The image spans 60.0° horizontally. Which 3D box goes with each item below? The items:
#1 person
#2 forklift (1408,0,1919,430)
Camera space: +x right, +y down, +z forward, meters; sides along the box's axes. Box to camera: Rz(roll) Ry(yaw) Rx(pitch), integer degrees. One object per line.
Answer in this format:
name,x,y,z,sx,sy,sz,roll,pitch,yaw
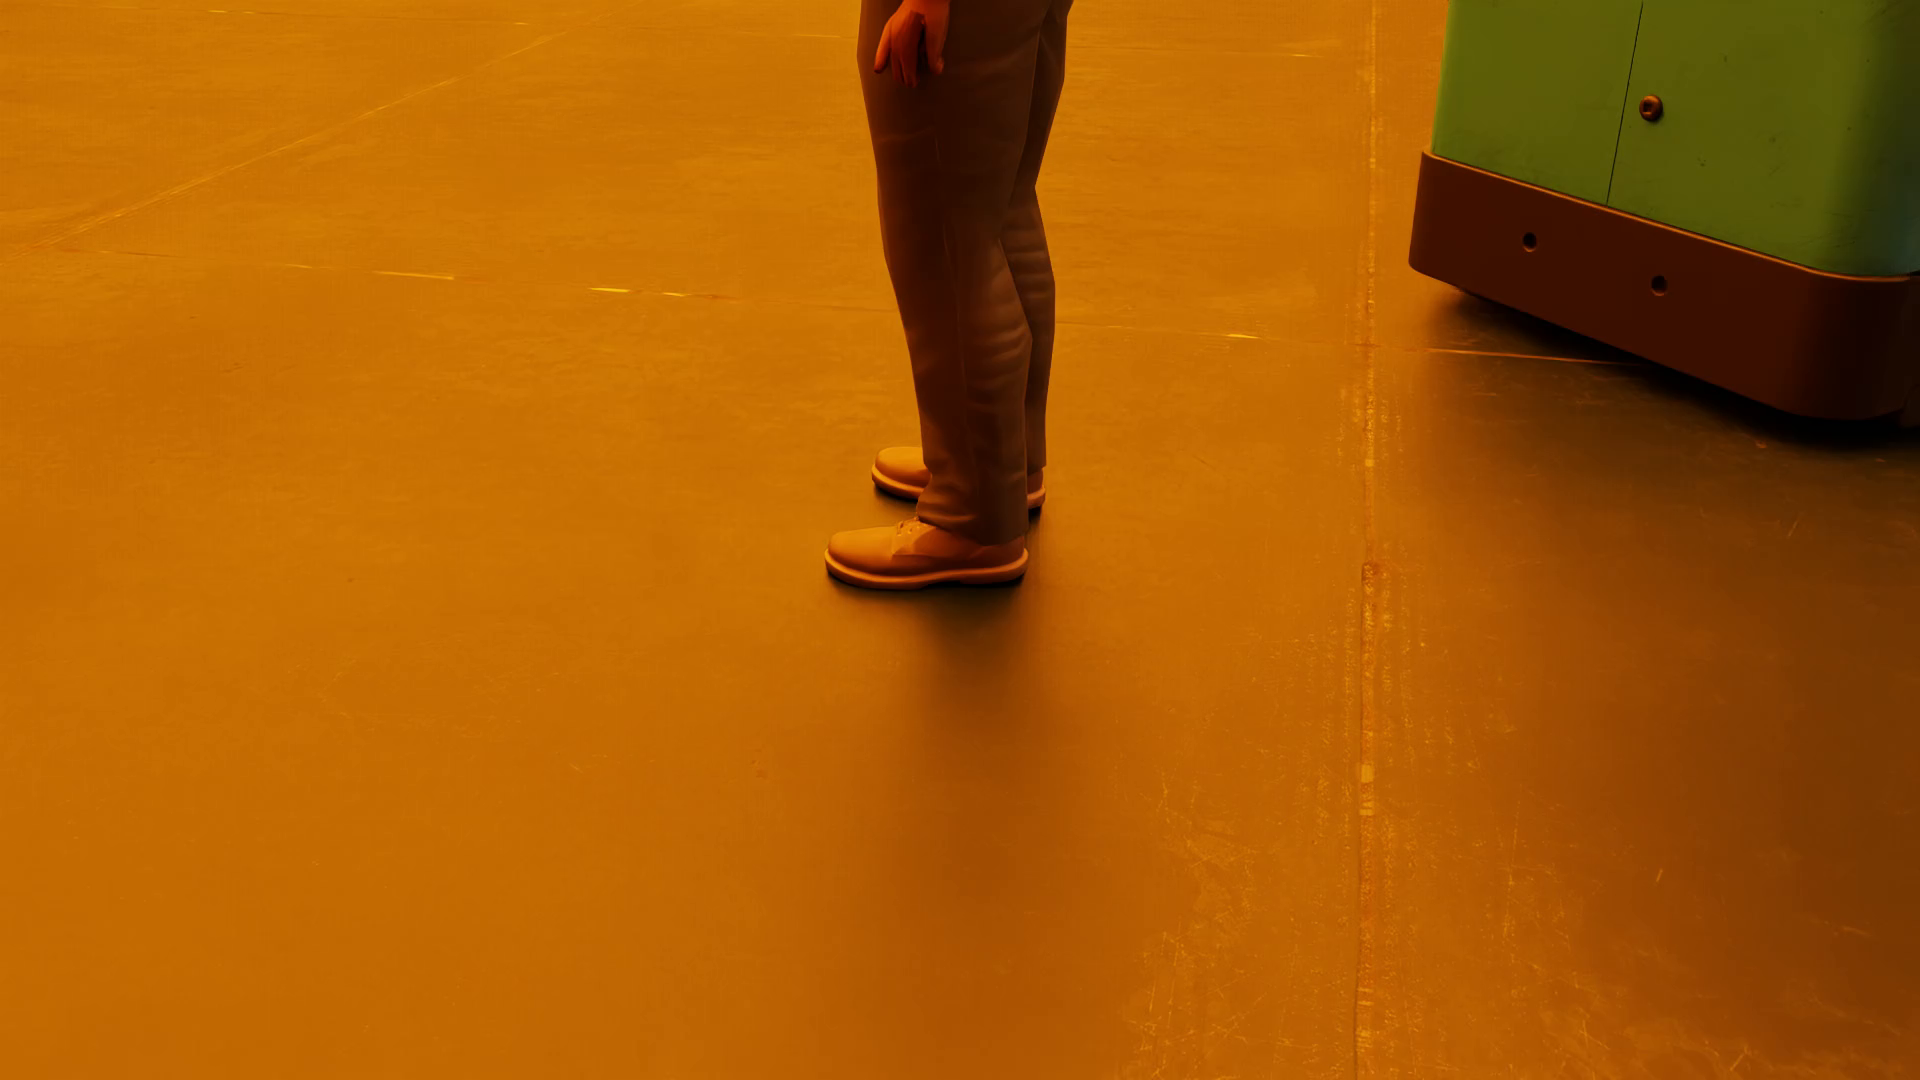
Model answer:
person,-0.015,-0.741,2.135,0.335,1.660,0.451,6,27,11
forklift,2.479,-1.960,3.131,3.031,2.935,1.130,-14,30,-26
